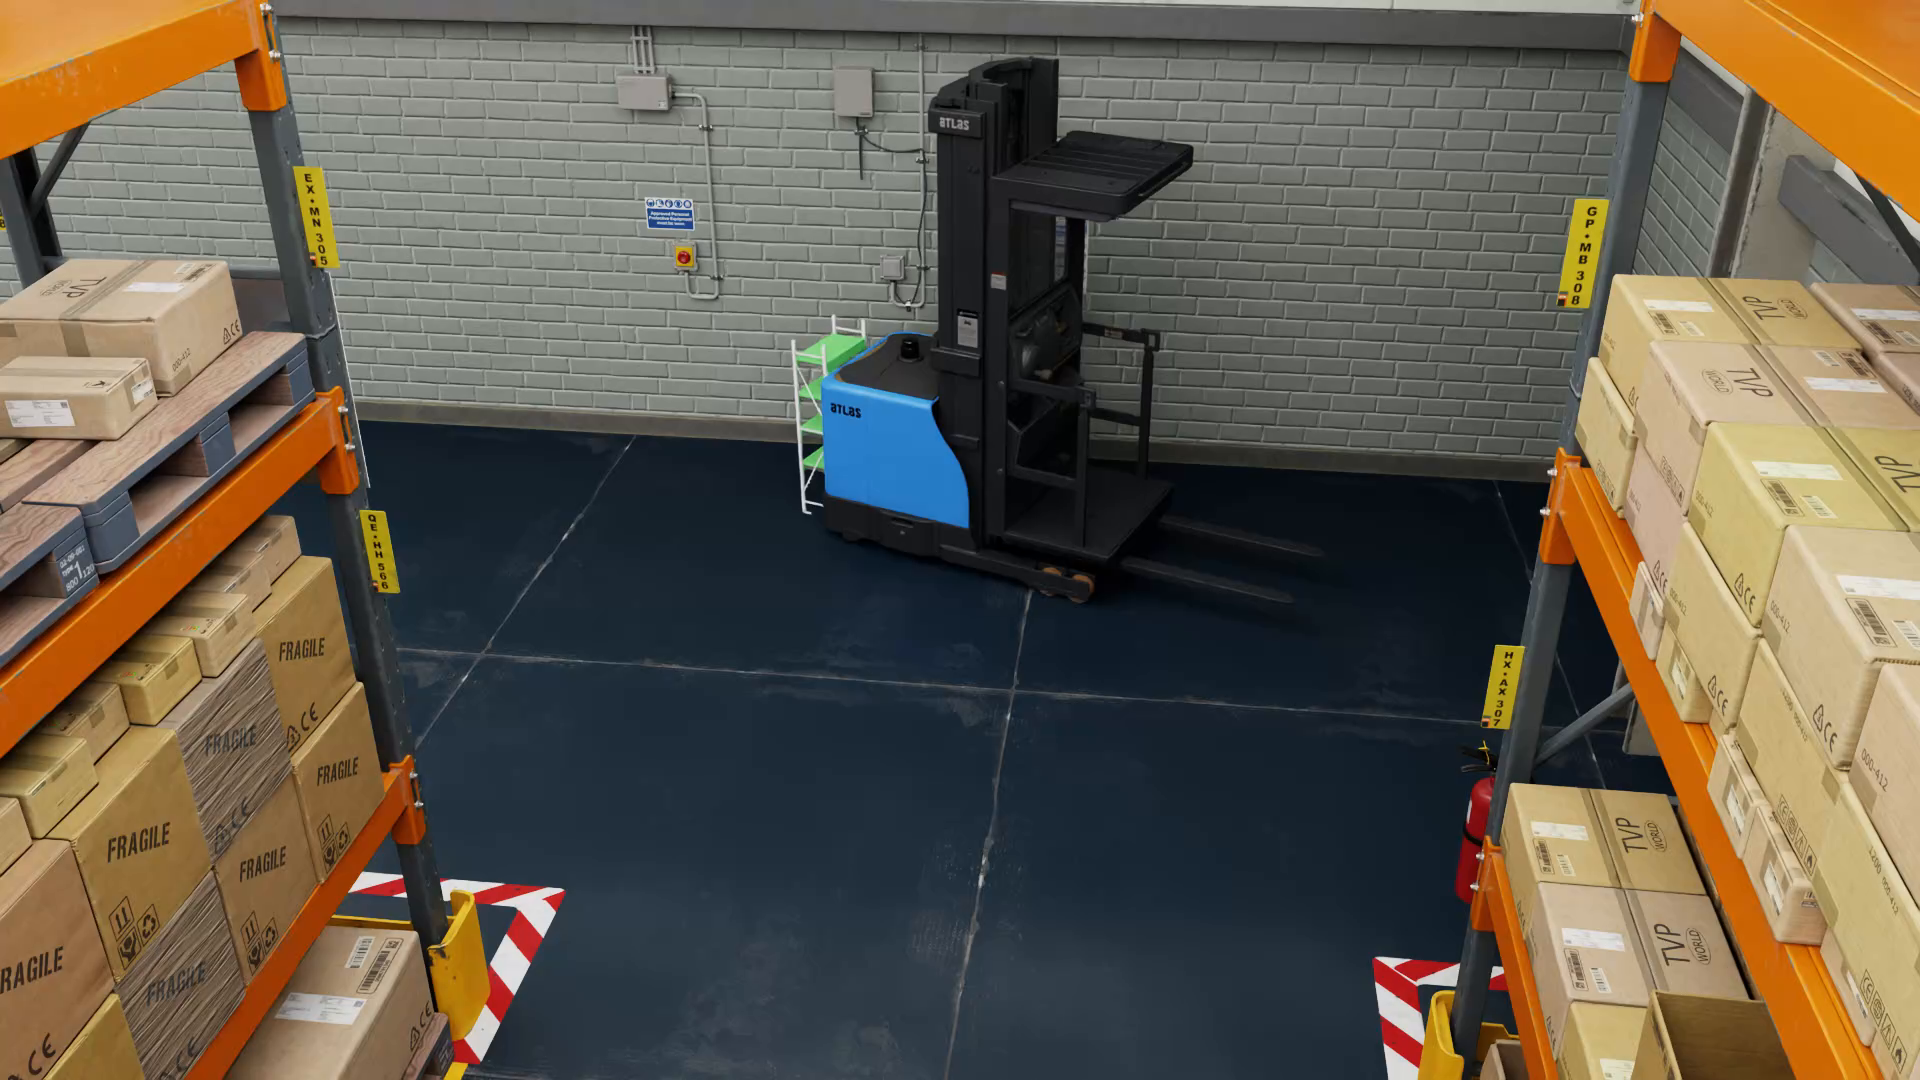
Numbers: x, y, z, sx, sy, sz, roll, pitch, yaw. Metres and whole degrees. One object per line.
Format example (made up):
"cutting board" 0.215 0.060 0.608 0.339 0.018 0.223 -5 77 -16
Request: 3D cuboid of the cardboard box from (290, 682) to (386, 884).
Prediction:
"cardboard box" -2.370 0.817 5.757 0.500 0.500 0.500 4 29 6

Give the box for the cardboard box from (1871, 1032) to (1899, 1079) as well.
"cardboard box" 1.785 0.912 2.790 0.380 0.149 0.250 4 29 8

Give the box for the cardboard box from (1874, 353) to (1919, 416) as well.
"cardboard box" 2.511 -0.230 3.961 0.500 0.250 0.500 3 28 5

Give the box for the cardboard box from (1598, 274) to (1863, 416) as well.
"cardboard box" 2.049 -0.506 4.473 0.500 0.250 0.500 3 28 6

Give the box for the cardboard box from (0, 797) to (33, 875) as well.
"cardboard box" -2.572 0.756 4.133 0.380 0.149 0.250 4 29 8

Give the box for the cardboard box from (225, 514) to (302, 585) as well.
"cardboard box" -2.419 0.030 5.481 0.380 0.149 0.250 4 29 7

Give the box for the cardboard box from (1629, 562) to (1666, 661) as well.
"cardboard box" 1.896 0.188 4.132 0.380 0.149 0.250 4 29 7

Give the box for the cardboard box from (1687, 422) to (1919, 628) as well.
"cardboard box" 1.921 -0.030 3.590 0.500 0.250 0.500 3 28 5

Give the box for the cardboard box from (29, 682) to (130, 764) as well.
"cardboard box" -2.548 0.512 4.585 0.380 0.149 0.250 3 28 6

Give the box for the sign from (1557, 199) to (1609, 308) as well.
"sign" 1.815 -0.831 4.838 0.100 0.325 0.005 3 28 6

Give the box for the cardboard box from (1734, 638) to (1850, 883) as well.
"cardboard box" 1.870 0.439 3.247 0.500 0.250 0.500 3 28 5

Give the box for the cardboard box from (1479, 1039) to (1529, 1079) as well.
"cardboard box" 2.184 2.102 5.667 0.797 0.503 0.637 2 28 4

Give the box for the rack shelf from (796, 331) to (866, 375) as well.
"rack shelf" -0.823 -1.159 10.547 0.258 0.148 0.480 13 31 24

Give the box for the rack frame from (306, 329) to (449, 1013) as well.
"rack frame" -2.574 0.619 6.231 1.000 3.000 0.127 3 28 6

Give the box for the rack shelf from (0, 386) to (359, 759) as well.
"rack shelf" -2.819 0.556 3.942 1.077 0.370 4.000 3 28 6

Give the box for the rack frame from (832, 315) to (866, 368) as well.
"rack frame" -0.706 -0.895 10.934 0.240 1.200 0.015 13 31 24

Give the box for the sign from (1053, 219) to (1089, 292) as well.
"sign" 0.677 -1.873 10.956 0.329 0.494 0.001 3 28 6

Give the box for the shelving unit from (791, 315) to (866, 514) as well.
"shelving unit" -0.817 -0.792 10.742 0.258 1.200 0.503 13 31 24

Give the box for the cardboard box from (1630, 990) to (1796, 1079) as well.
"cardboard box" 1.847 1.415 3.808 0.500 0.500 0.500 4 29 7

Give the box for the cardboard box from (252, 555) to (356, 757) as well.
"cardboard box" -2.396 0.375 5.523 0.500 0.500 0.500 4 29 8

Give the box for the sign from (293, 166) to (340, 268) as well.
"sign" -2.037 -1.019 5.257 0.100 0.325 0.005 3 28 6

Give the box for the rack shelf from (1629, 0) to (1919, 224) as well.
"rack shelf" 2.108 -0.476 2.700 1.077 0.370 4.000 3 28 6

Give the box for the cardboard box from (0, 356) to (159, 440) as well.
"cardboard box" -2.511 -0.401 4.678 0.380 0.149 0.250 1 28 2

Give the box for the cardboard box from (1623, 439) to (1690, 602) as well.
"cardboard box" 1.986 -0.046 4.148 0.500 0.250 0.500 4 29 7

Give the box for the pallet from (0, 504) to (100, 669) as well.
"pallet" -2.801 0.263 3.822 1.003 0.211 1.213 3 28 6

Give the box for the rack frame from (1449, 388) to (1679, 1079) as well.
"rack frame" 2.353 0.906 5.699 1.000 3.000 0.127 3 28 6

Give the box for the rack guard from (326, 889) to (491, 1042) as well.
"rack guard" -2.571 1.708 6.845 1.175 0.500 0.348 3 28 6

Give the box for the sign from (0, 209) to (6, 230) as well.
"sign" -3.124 -1.156 5.358 0.100 0.325 0.005 3 28 6

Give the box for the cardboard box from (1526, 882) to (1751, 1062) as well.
"cardboard box" 1.969 1.276 4.856 0.500 0.250 0.500 4 29 7

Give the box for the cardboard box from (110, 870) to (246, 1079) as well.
"cardboard box" -2.500 1.295 4.870 0.500 0.500 0.500 4 29 8

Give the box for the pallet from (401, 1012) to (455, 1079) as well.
"pallet" -2.594 2.227 6.185 1.003 0.211 1.213 3 28 6

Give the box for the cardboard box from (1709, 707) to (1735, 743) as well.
"cardboard box" 1.902 0.432 3.680 0.380 0.149 0.250 3 28 6

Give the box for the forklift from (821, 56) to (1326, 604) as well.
"forklift" 0.686 -1.205 9.689 3.031 2.935 1.130 14 31 24

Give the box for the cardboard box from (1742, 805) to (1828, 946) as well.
"cardboard box" 1.773 0.666 3.246 0.380 0.149 0.250 4 29 7

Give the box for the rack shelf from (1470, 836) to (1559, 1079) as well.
"rack shelf" 2.108 2.164 4.122 1.077 0.370 4.000 3 28 6

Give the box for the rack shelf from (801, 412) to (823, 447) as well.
"rack shelf" -0.816 -0.735 10.772 0.258 0.148 0.480 13 31 24

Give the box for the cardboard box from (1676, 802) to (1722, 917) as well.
"cardboard box" 2.560 1.073 5.233 0.500 0.250 0.500 4 29 8

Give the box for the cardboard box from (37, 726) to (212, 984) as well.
"cardboard box" -2.495 0.856 4.631 0.500 0.500 0.500 3 28 6

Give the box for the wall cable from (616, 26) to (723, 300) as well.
"wall cable" -1.906 -2.498 10.912 0.585 1.953 0.123 3 28 6

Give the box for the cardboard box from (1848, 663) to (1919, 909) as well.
"cardboard box" 1.810 0.454 2.692 0.500 0.250 0.500 4 29 7

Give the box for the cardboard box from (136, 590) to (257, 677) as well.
"cardboard box" -2.374 0.277 5.022 0.380 0.149 0.250 3 28 6
